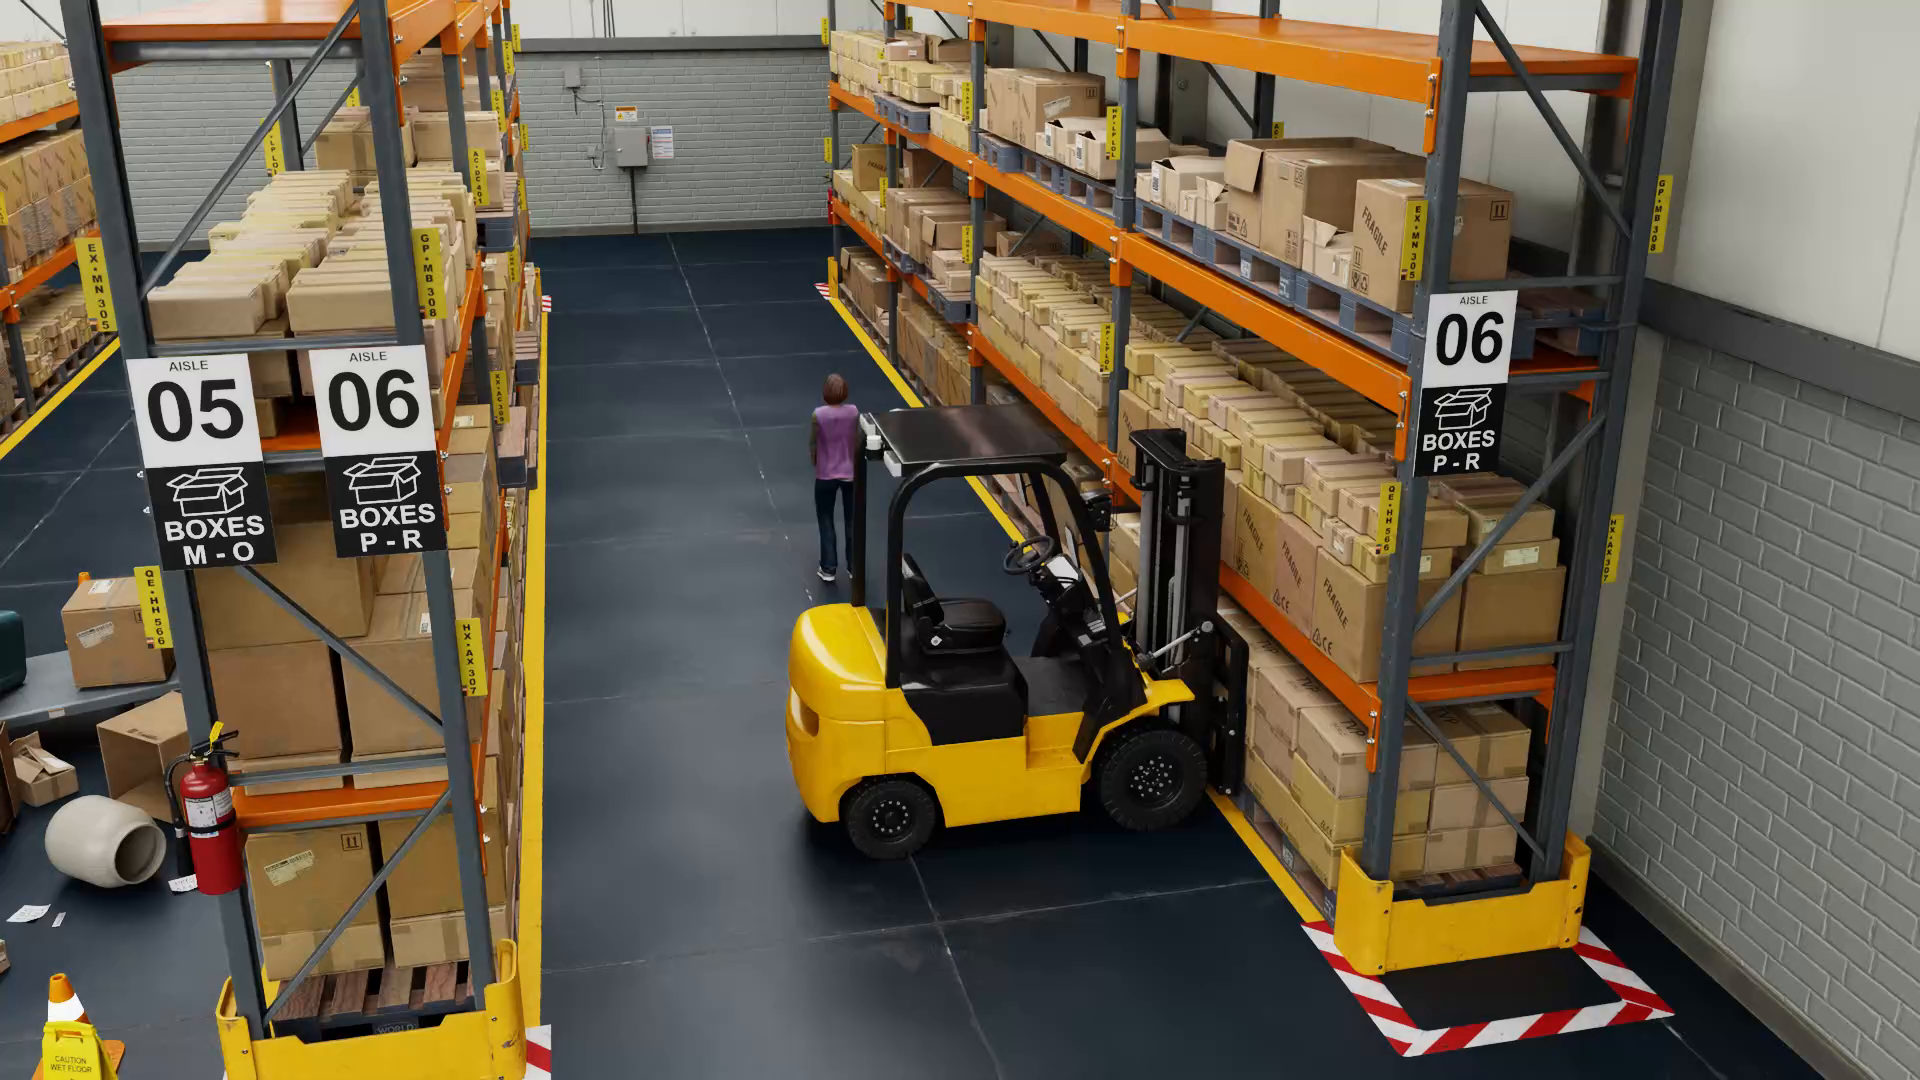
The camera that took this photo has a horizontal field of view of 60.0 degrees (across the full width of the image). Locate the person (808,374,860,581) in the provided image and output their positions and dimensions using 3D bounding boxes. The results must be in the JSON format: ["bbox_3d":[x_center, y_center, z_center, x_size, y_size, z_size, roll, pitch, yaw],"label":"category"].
[{"bbox_3d":[-0.930,-0.493,12.454,0.396,1.598,0.492,-5,20,-12],"label":"person"}]
